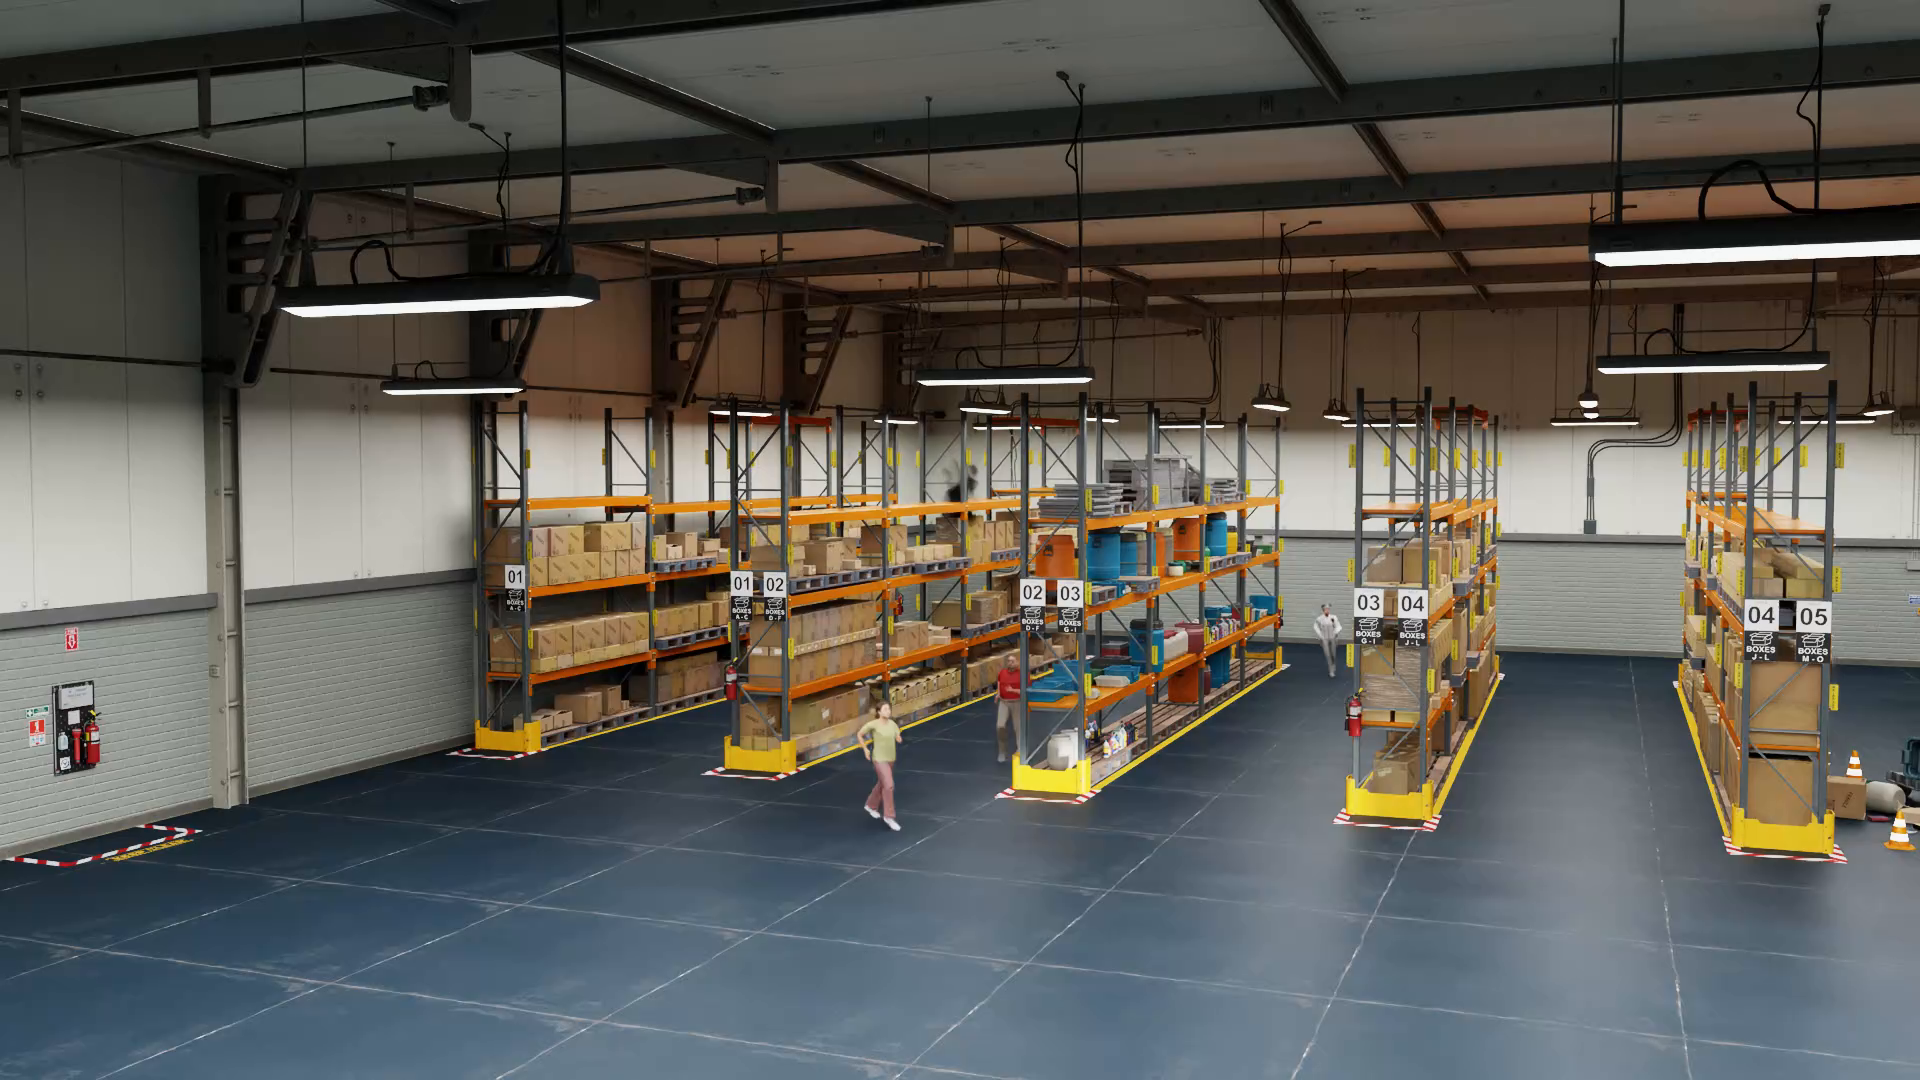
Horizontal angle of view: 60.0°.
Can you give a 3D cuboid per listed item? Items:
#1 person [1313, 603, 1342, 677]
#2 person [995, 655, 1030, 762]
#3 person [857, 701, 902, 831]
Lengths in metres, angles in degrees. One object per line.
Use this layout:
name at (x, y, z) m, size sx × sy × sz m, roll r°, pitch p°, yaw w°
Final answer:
person at (8.519, 2.300, 38.550) m, size 0.630 × 1.693 × 0.790 m, roll 0°, pitch 3°, yaw 7°
person at (0.859, 2.806, 27.672) m, size 0.635 × 1.802 × 0.779 m, roll 1°, pitch 3°, yaw 18°
person at (-1.053, 3.046, 22.725) m, size 0.838 × 1.714 × 0.555 m, roll 3°, pitch 4°, yaw 44°
